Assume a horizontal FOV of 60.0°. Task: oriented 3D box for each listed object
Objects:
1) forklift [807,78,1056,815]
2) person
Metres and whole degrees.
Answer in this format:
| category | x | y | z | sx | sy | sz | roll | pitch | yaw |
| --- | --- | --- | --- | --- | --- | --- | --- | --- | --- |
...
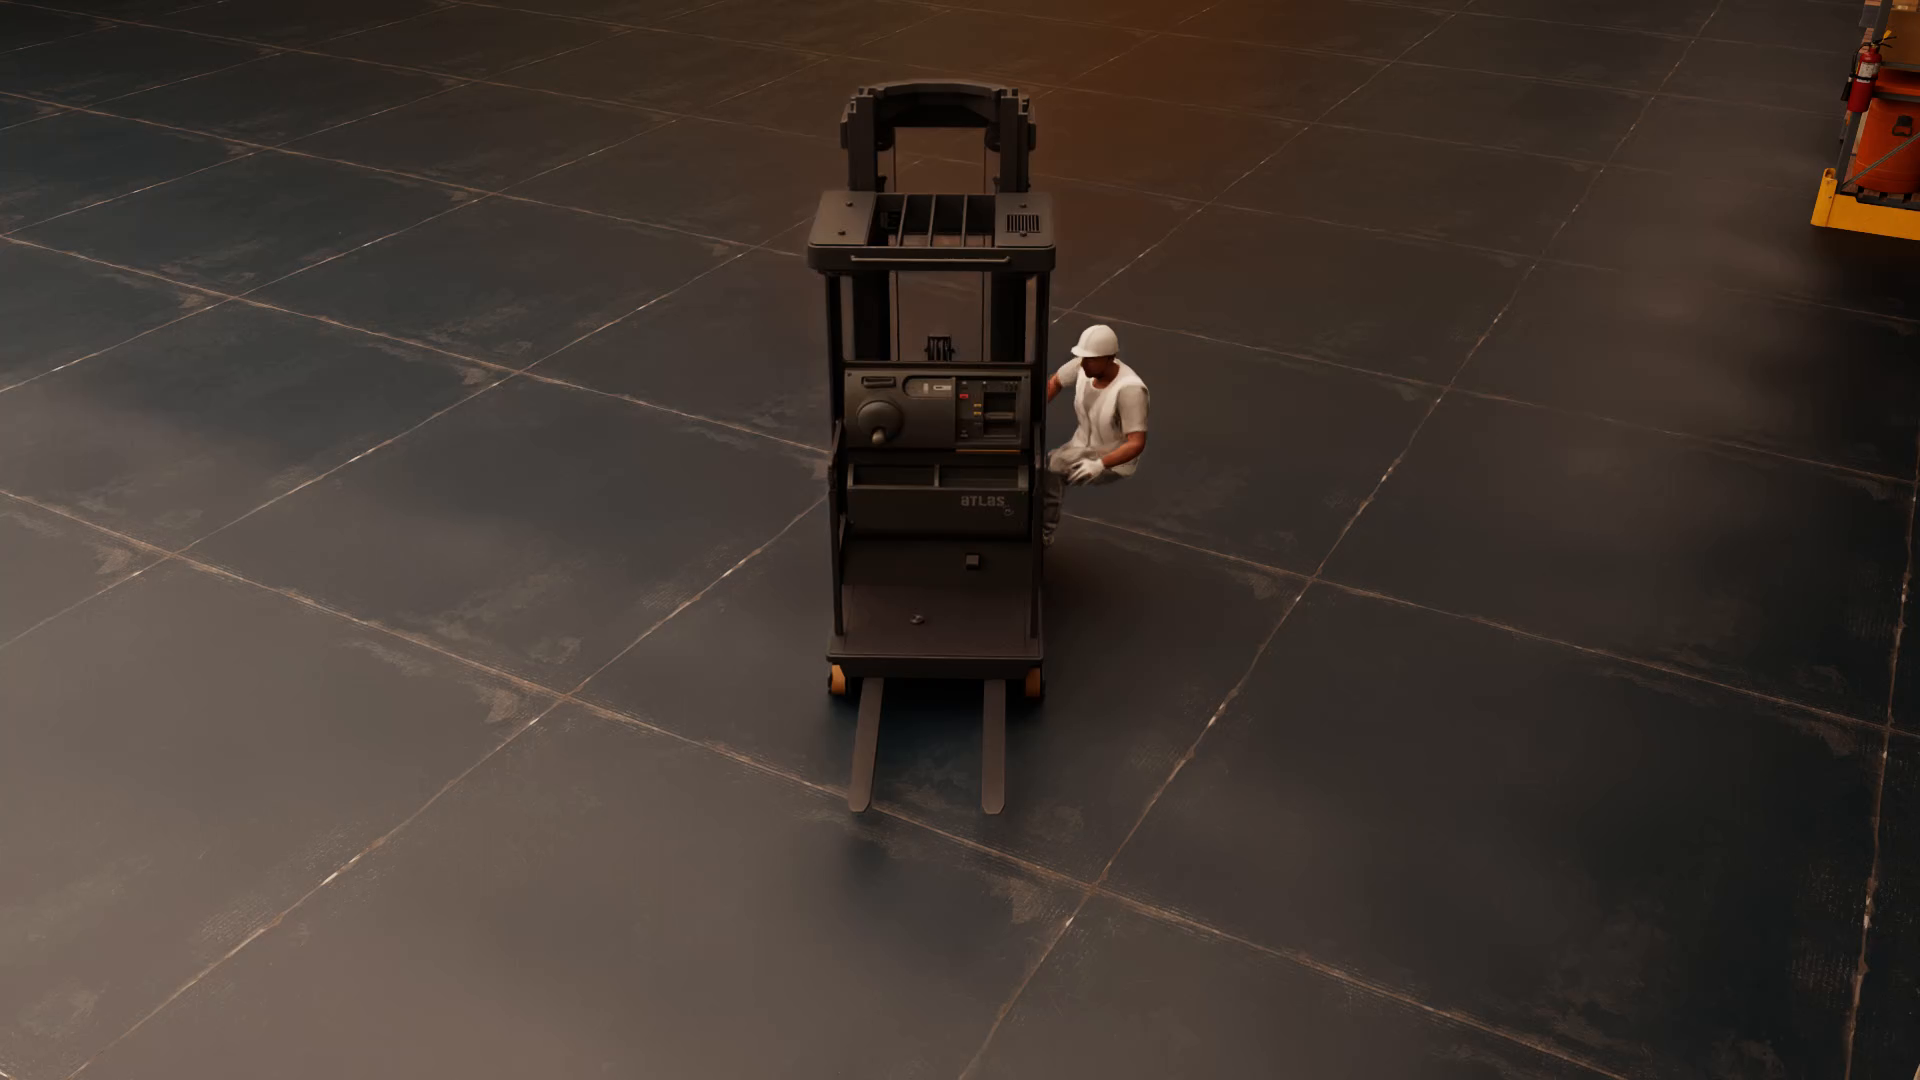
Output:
| category | x | y | z | sx | sy | sz | roll | pitch | yaw |
| --- | --- | --- | --- | --- | --- | --- | --- | --- | --- |
| forklift | -0.115 | -0.611 | 8.129 | 1.130 | 2.935 | 3.031 | 1 | 30 | 1 |
| person | 0.607 | -0.452 | 9.301 | 0.877 | 1.551 | 0.841 | -21 | 36 | -32 |
